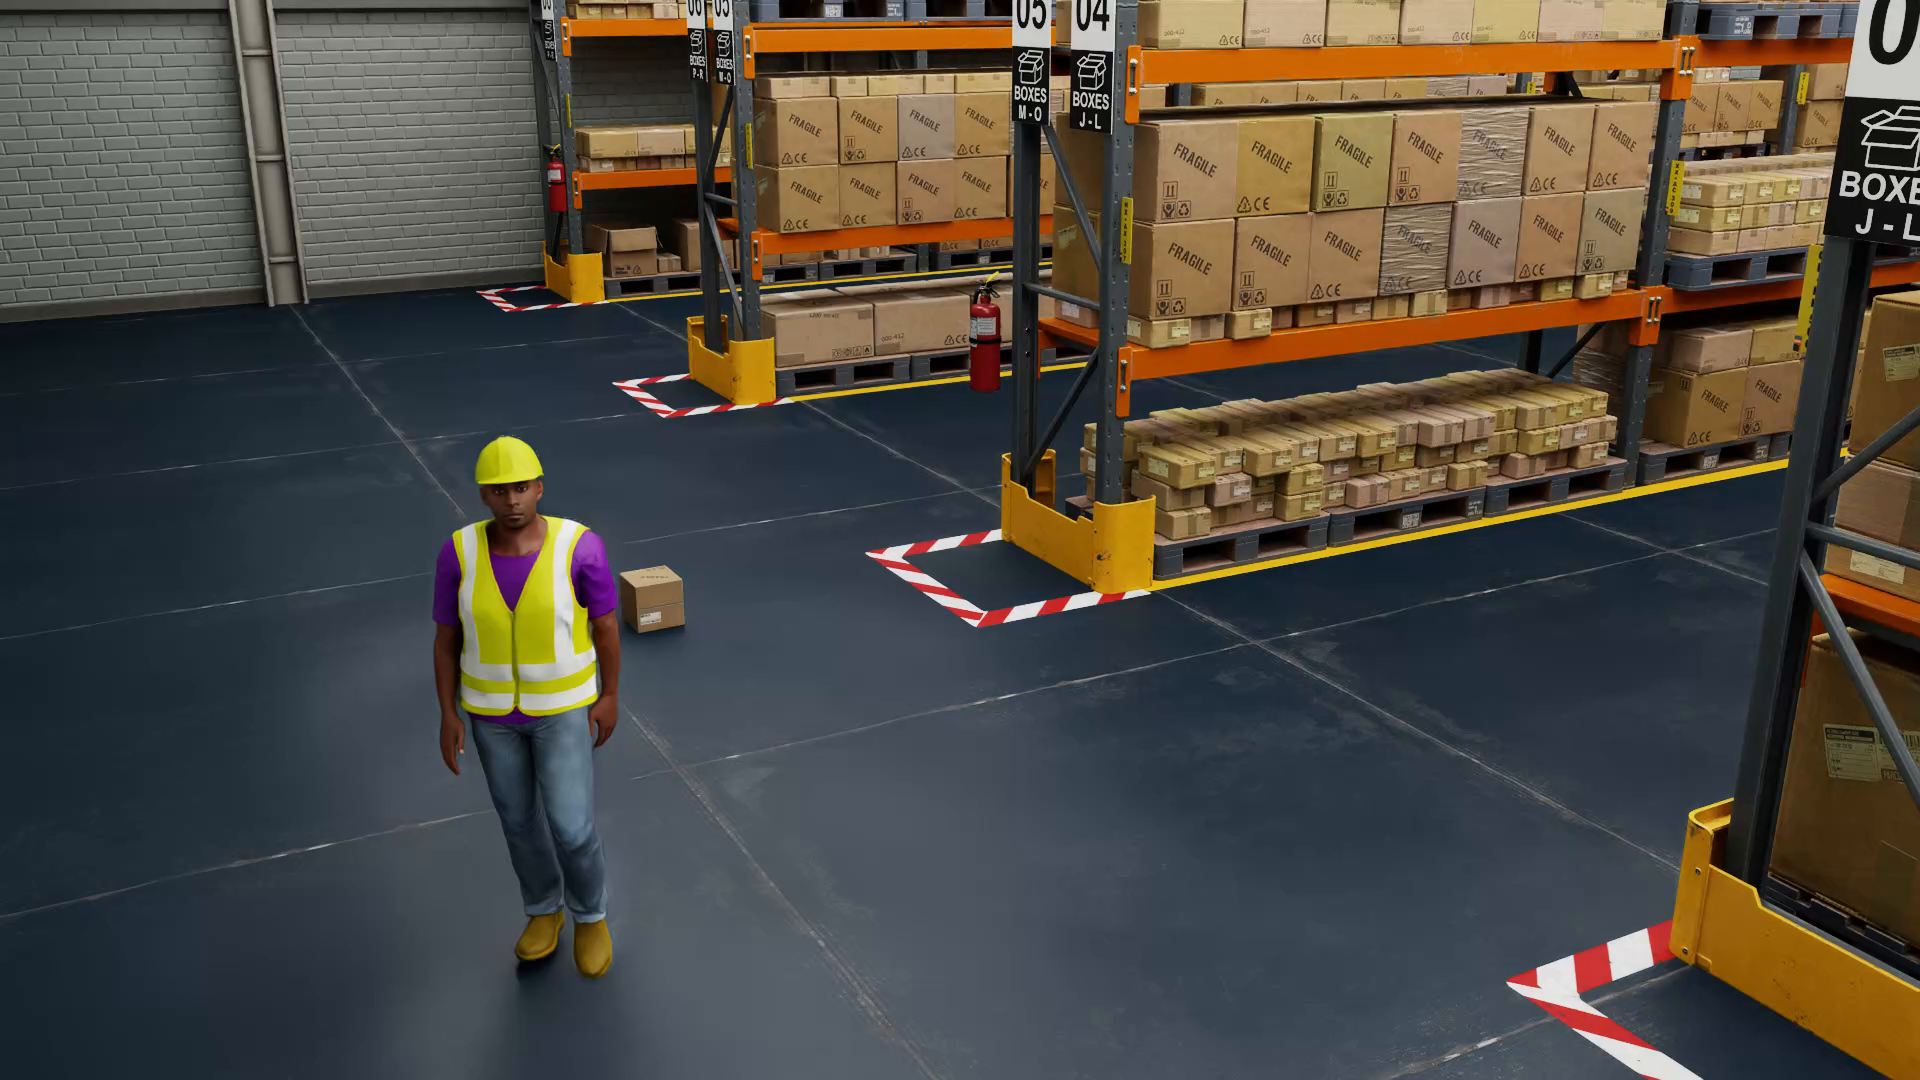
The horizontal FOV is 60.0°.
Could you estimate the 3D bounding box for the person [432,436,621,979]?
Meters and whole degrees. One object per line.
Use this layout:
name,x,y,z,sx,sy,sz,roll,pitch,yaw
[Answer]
person,-1.379,0.565,5.299,0.566,1.799,0.468,0,18,0
